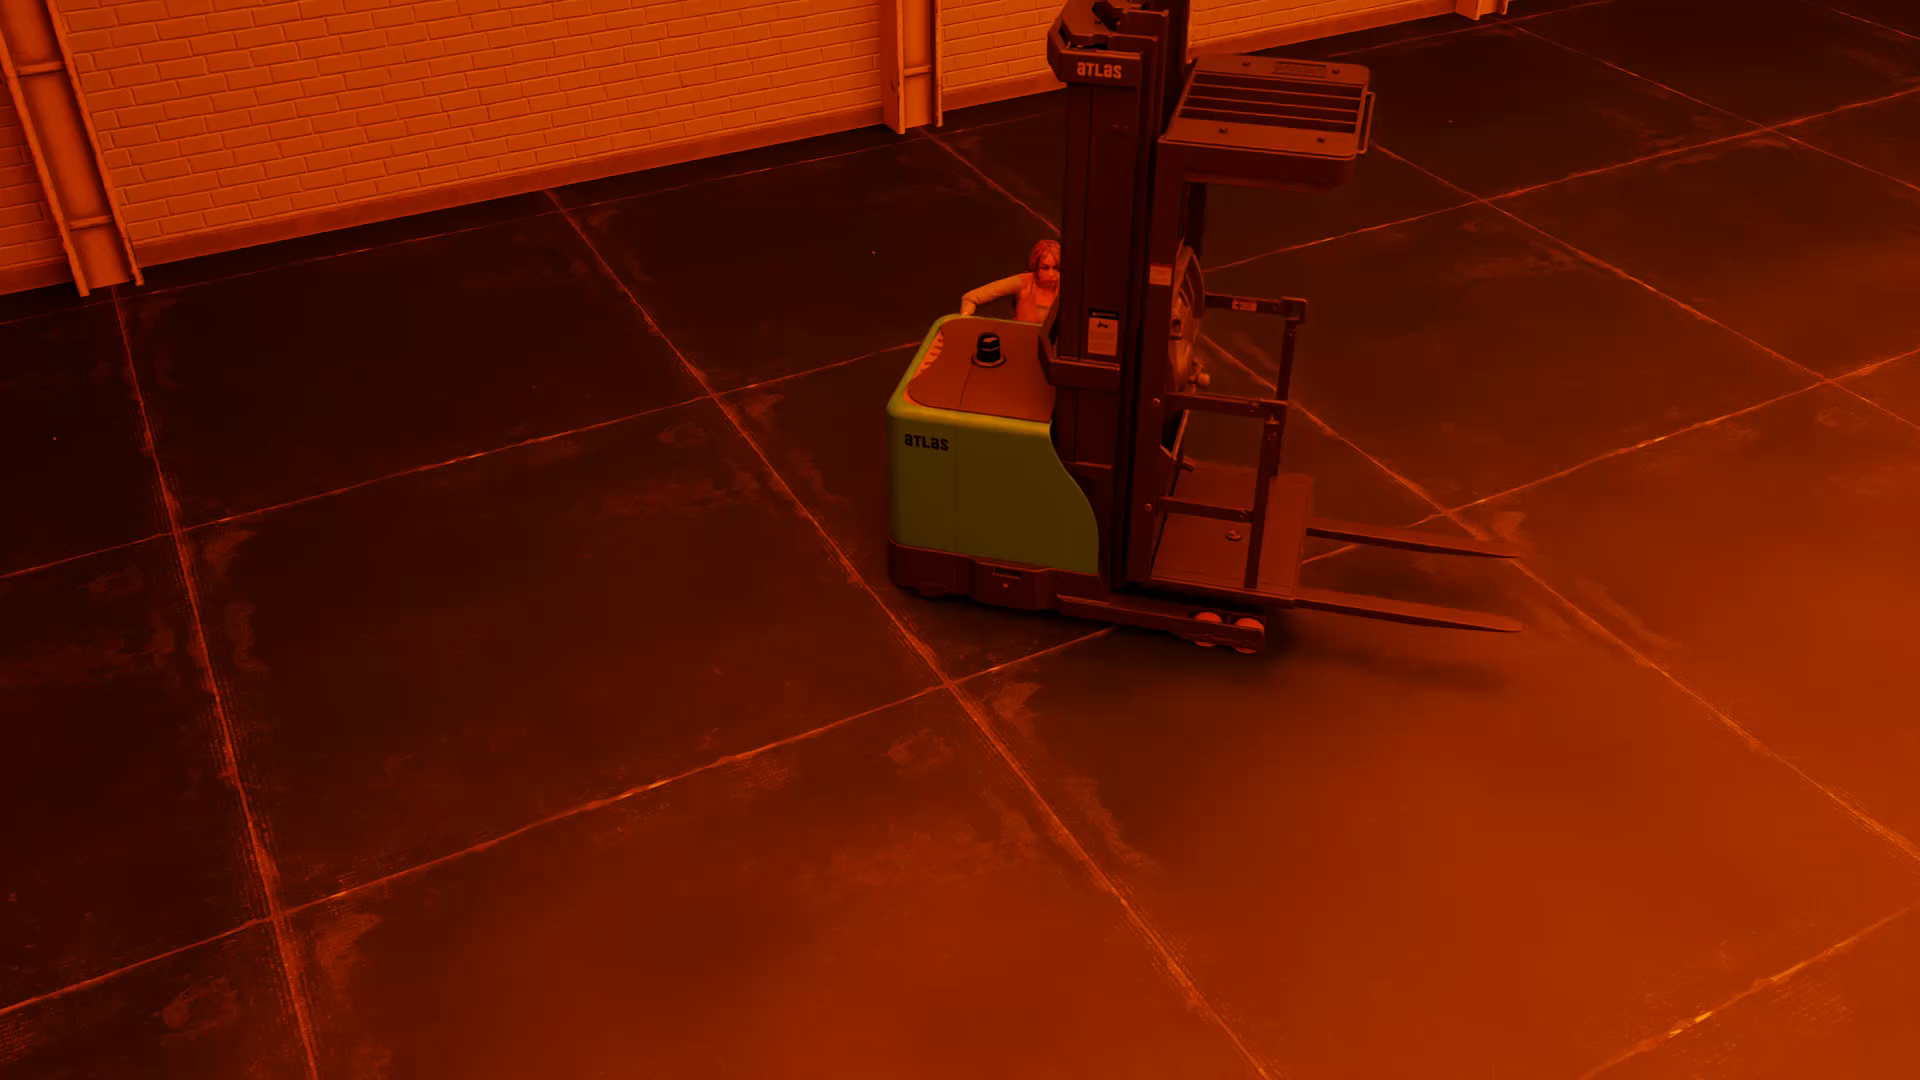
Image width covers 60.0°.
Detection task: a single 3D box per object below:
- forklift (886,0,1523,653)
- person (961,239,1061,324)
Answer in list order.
[{"bbox_3d":[1.216,-0.999,7.537,3.031,2.935,1.130,8,36,12],"label":"forklift"},{"bbox_3d":[0.405,-0.822,8.625,0.893,1.365,0.756,-7,36,-10],"label":"person"}]
